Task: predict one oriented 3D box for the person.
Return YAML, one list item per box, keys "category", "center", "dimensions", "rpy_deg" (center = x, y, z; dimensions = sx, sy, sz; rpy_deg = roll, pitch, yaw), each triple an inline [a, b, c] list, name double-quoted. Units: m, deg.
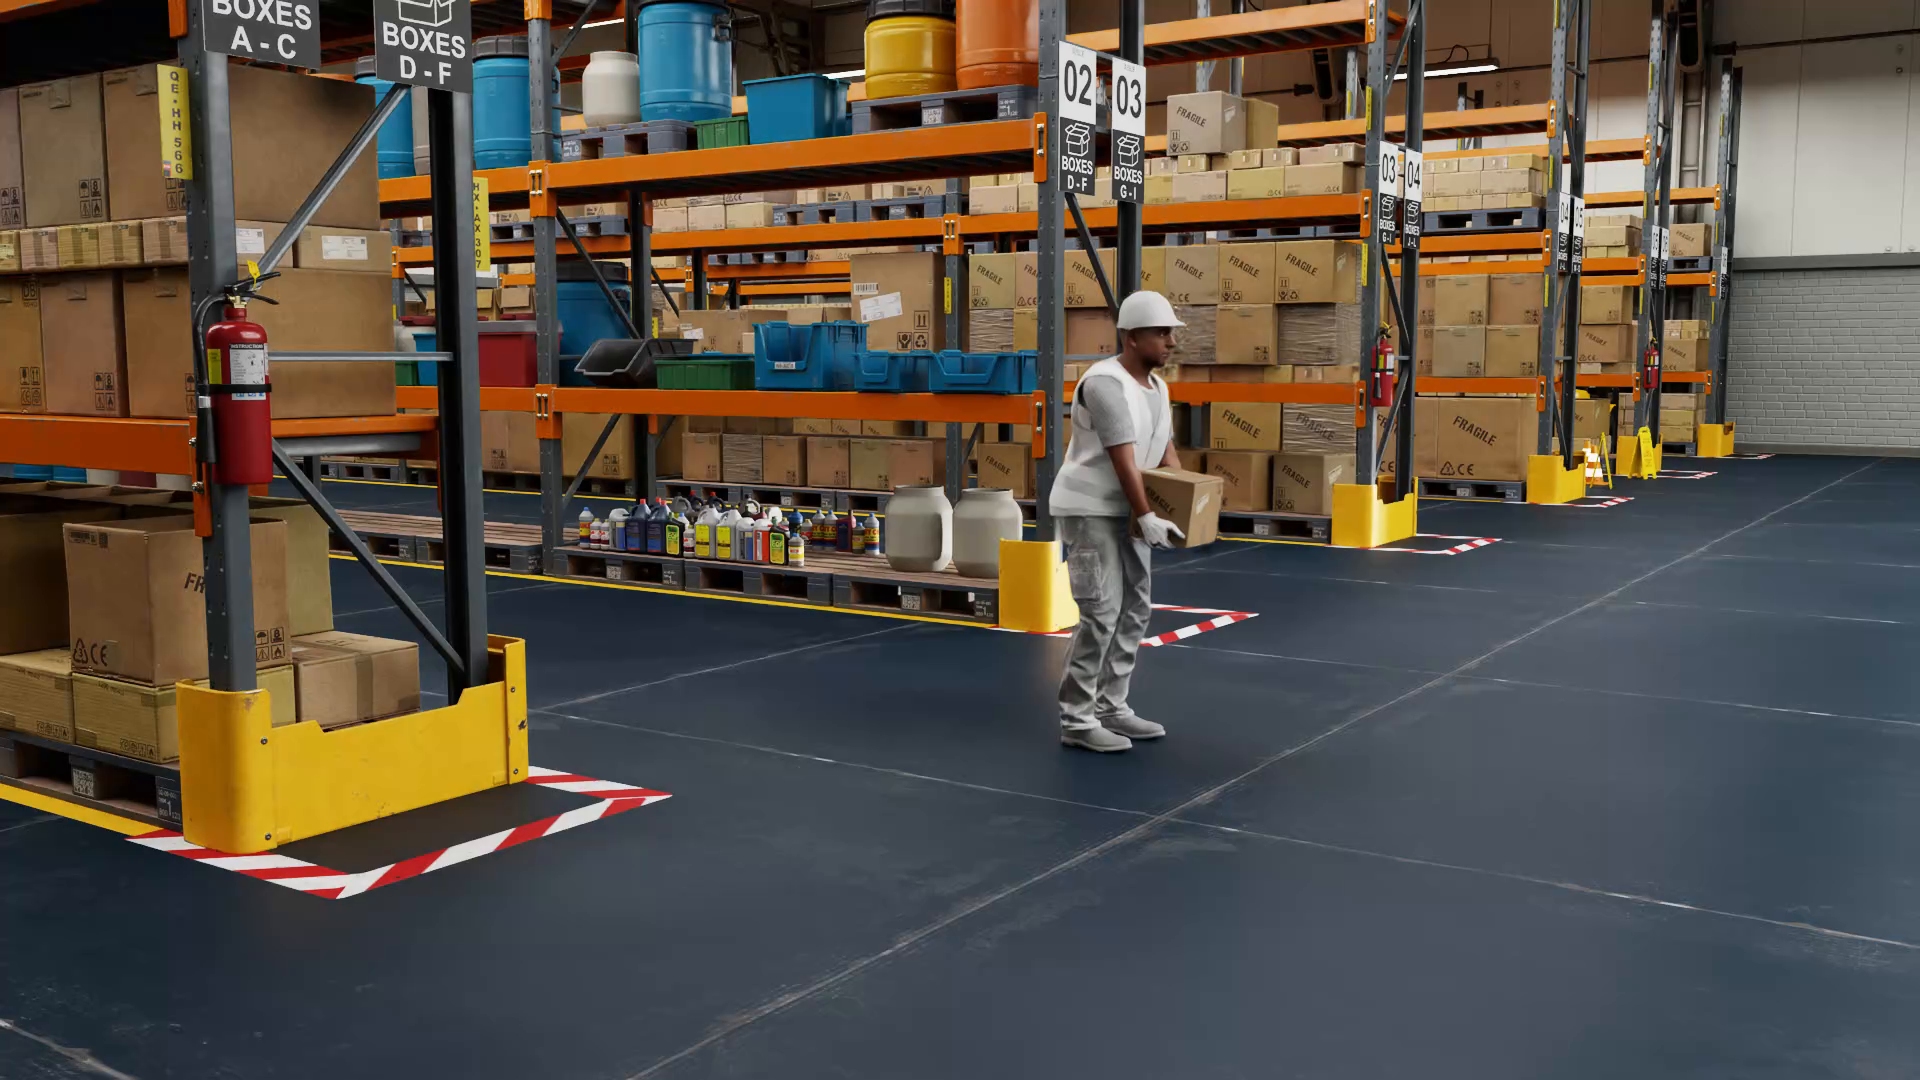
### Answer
- category: "person"
  center: [0.664, -0.076, 6.437]
  dimensions: [0.603, 1.758, 0.490]
  rpy_deg: [4, 7, 34]
